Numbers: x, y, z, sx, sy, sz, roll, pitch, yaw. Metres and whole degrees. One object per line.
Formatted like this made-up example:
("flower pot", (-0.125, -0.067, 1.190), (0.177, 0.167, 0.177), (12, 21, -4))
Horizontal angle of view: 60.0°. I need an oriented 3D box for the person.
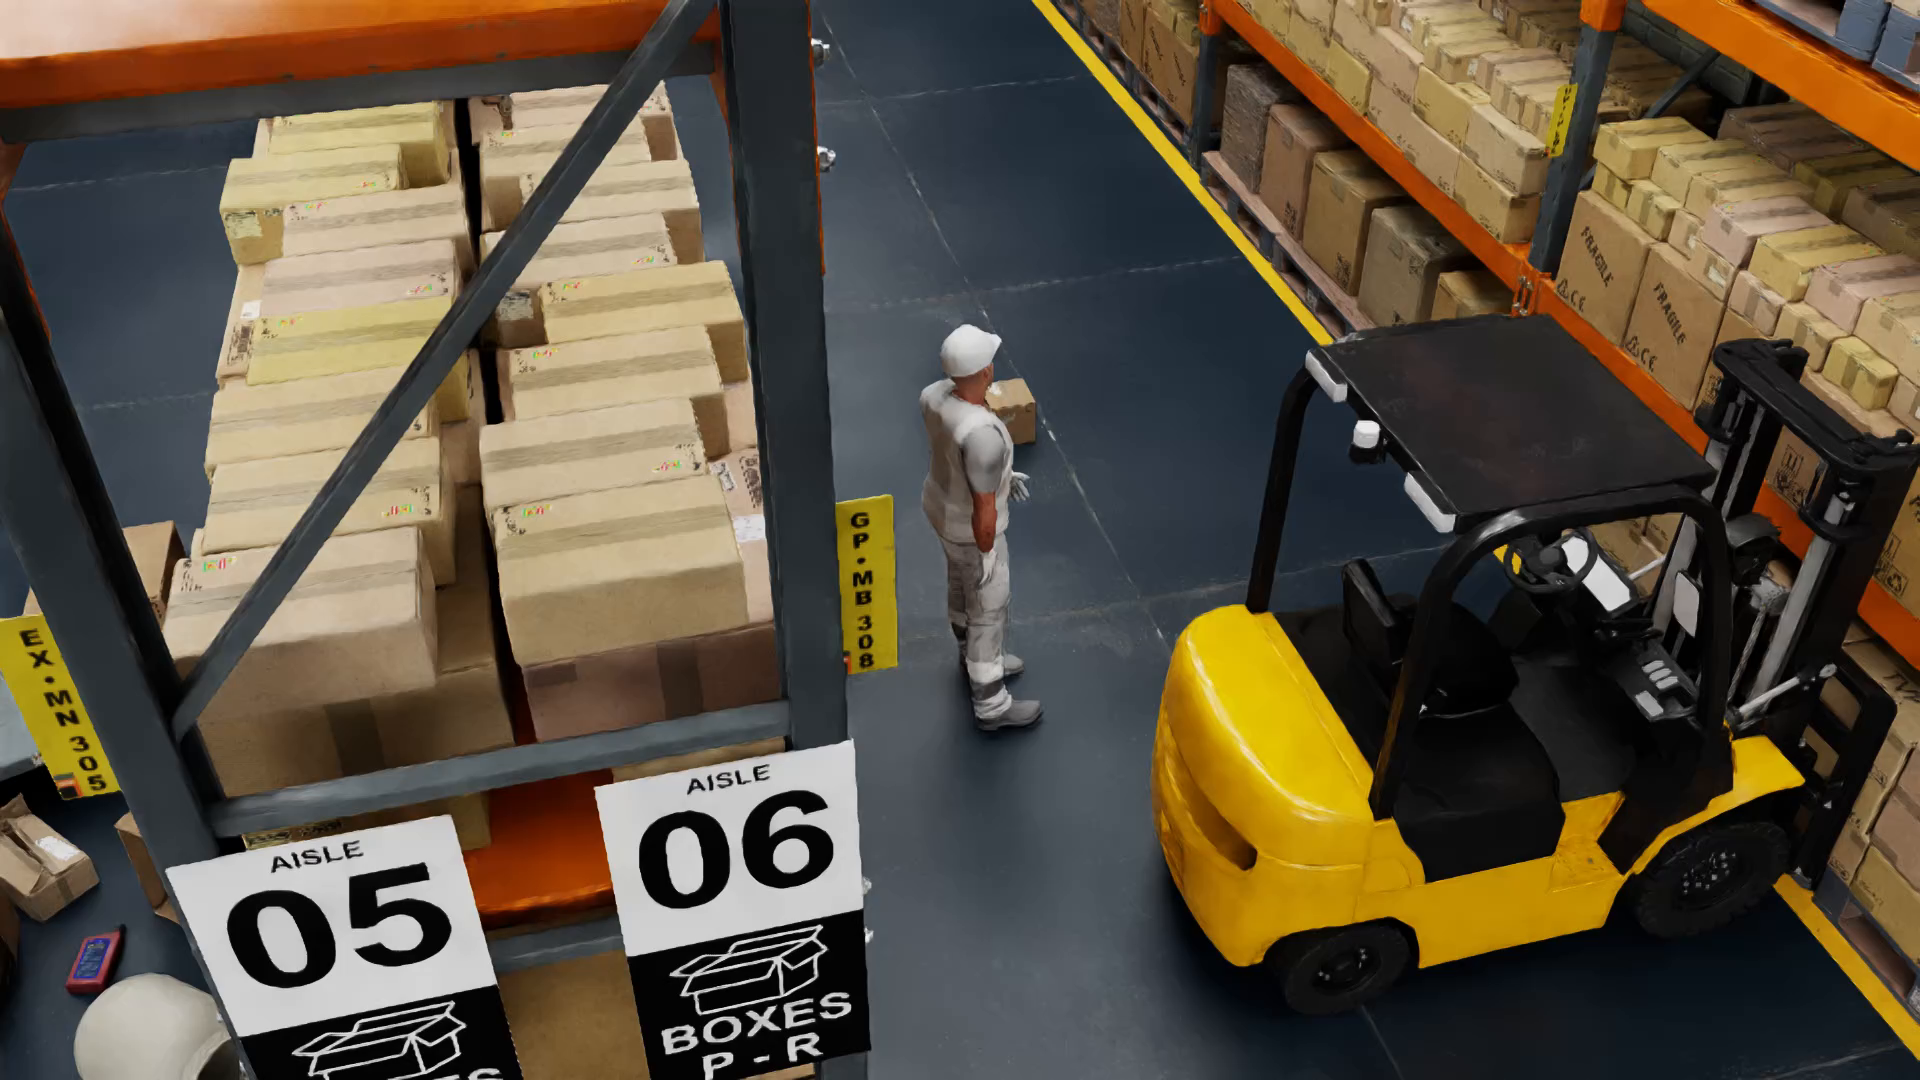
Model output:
("person", (0.119, -0.070, 6.775), (0.478, 1.787, 0.628), (-15, 40, -19))
